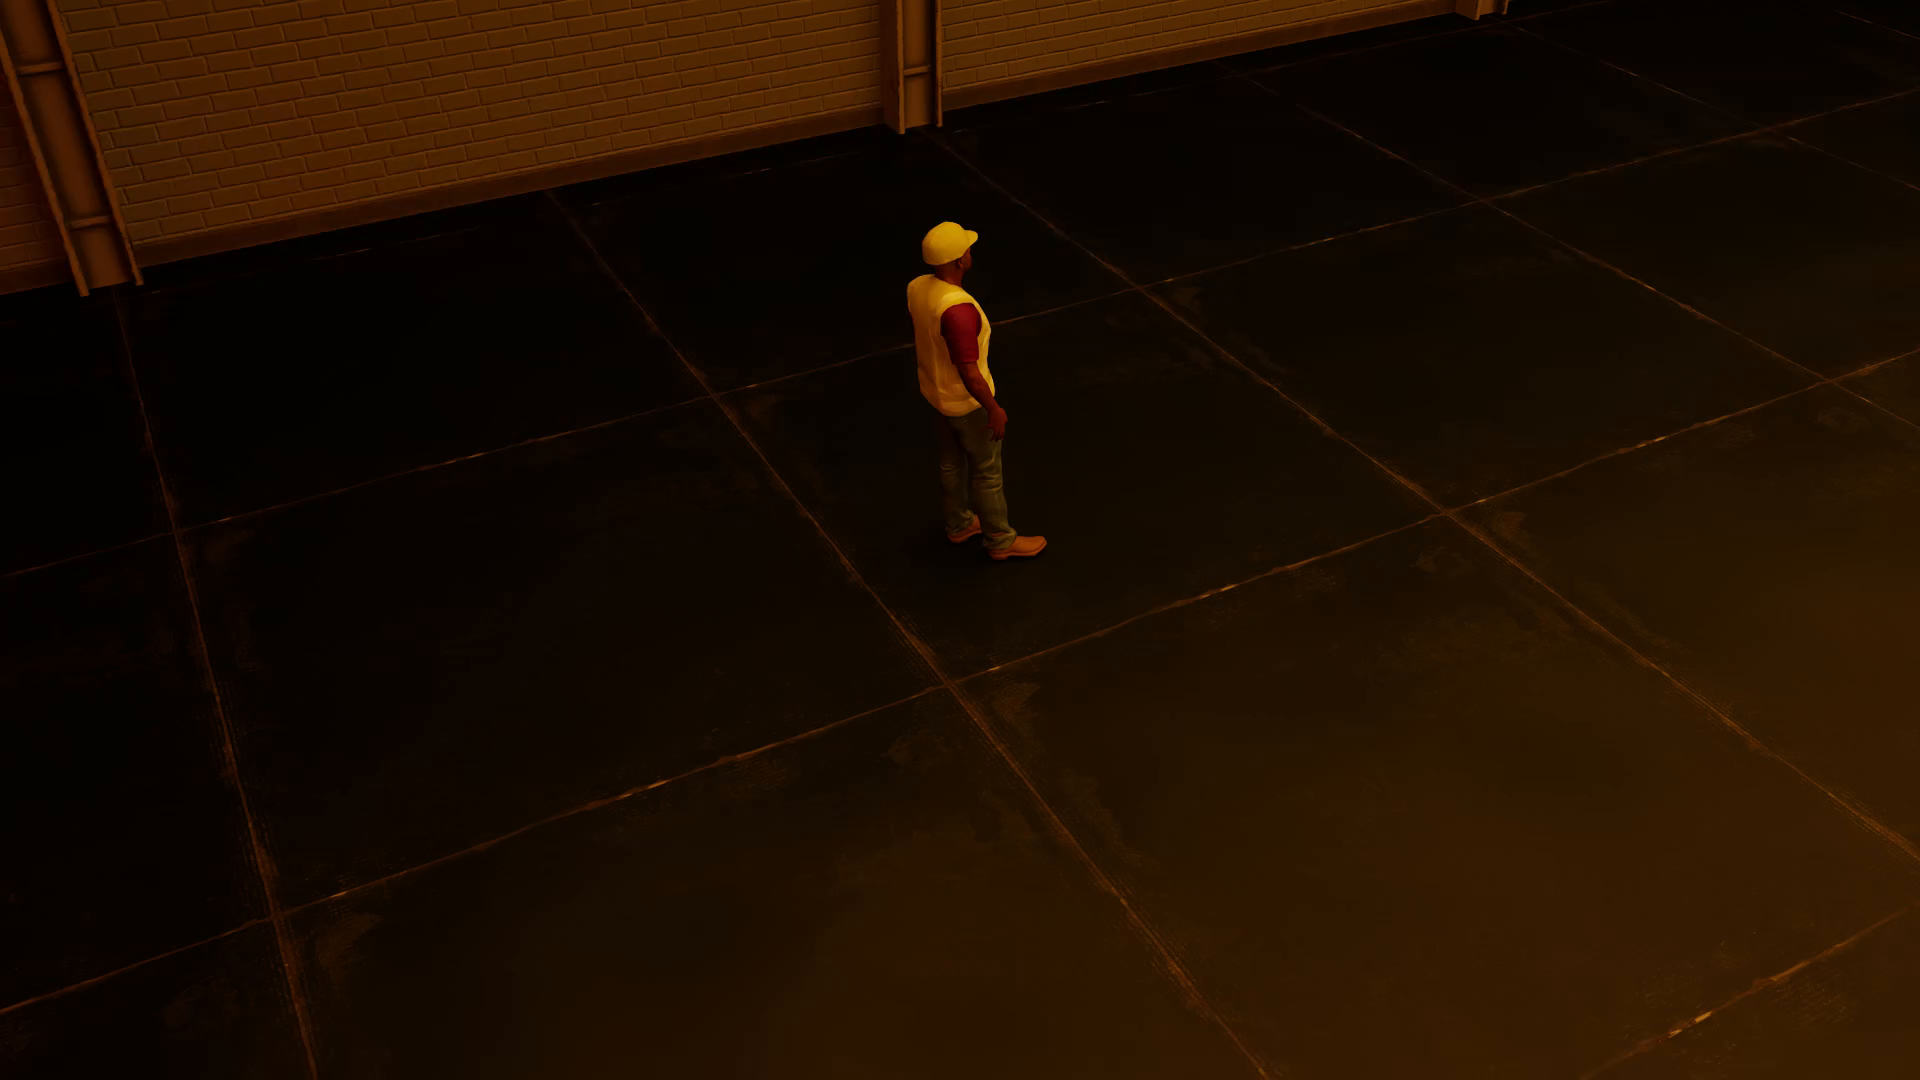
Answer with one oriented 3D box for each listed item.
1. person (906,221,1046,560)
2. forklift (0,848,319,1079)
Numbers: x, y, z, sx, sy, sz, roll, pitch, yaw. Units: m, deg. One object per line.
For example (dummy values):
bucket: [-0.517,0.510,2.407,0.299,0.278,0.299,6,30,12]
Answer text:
person: [0.064,-0.743,8.170,0.576,1.766,0.665,-17,39,-23]
forklift: [-1.760,2.136,3.101,1.130,2.935,3.031,10,37,14]
